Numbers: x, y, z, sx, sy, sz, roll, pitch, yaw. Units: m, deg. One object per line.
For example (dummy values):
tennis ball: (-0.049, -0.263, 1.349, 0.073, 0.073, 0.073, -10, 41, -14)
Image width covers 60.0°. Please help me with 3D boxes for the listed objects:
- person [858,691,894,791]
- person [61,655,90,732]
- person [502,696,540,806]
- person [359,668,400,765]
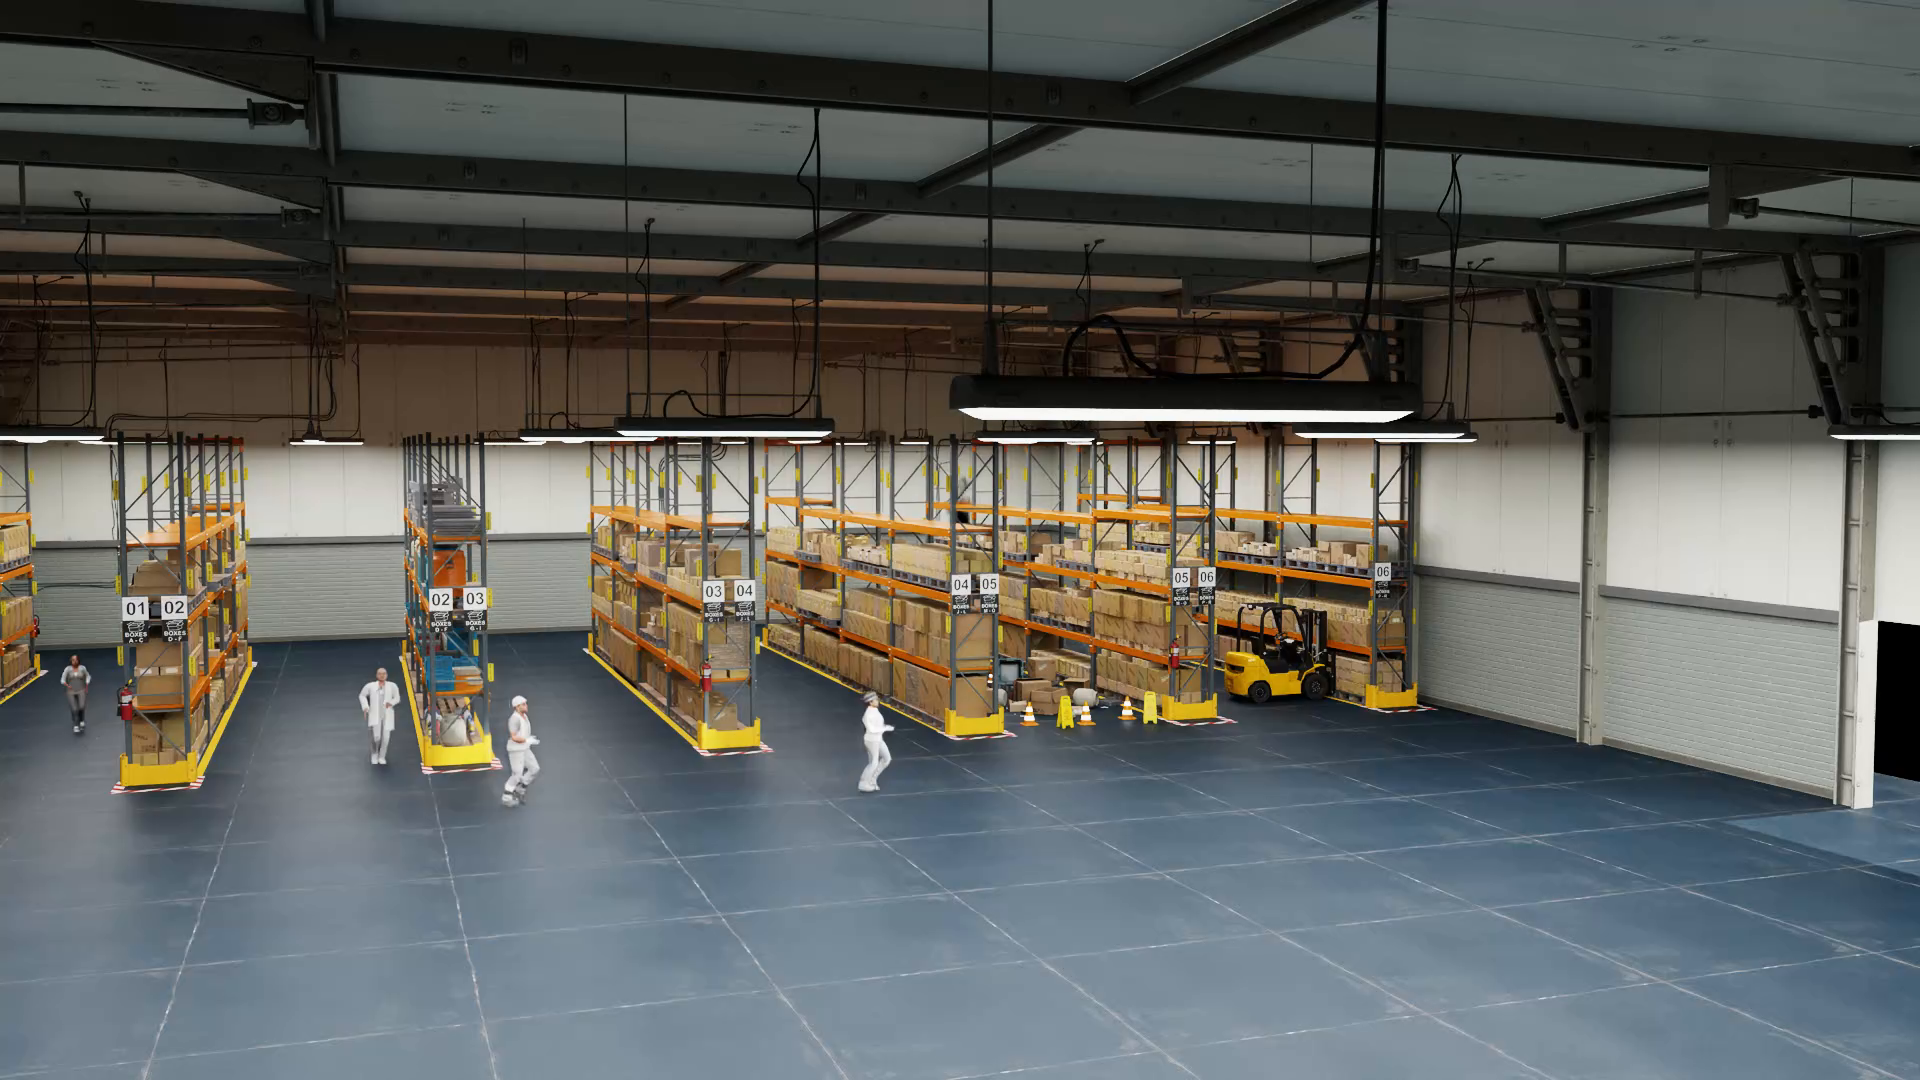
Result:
person: (-1.387, 3.349, 27.633, 0.614, 1.690, 0.596, 0, 3, 8)
person: (-17.744, 3.082, 33.375, 0.529, 1.565, 0.569, -2, 4, -29)
person: (-6.974, 3.370, 26.516, 0.676, 1.785, 0.686, 0, 3, 8)
person: (-10.433, 3.182, 29.965, 0.681, 1.735, 0.631, -2, 4, -26)
